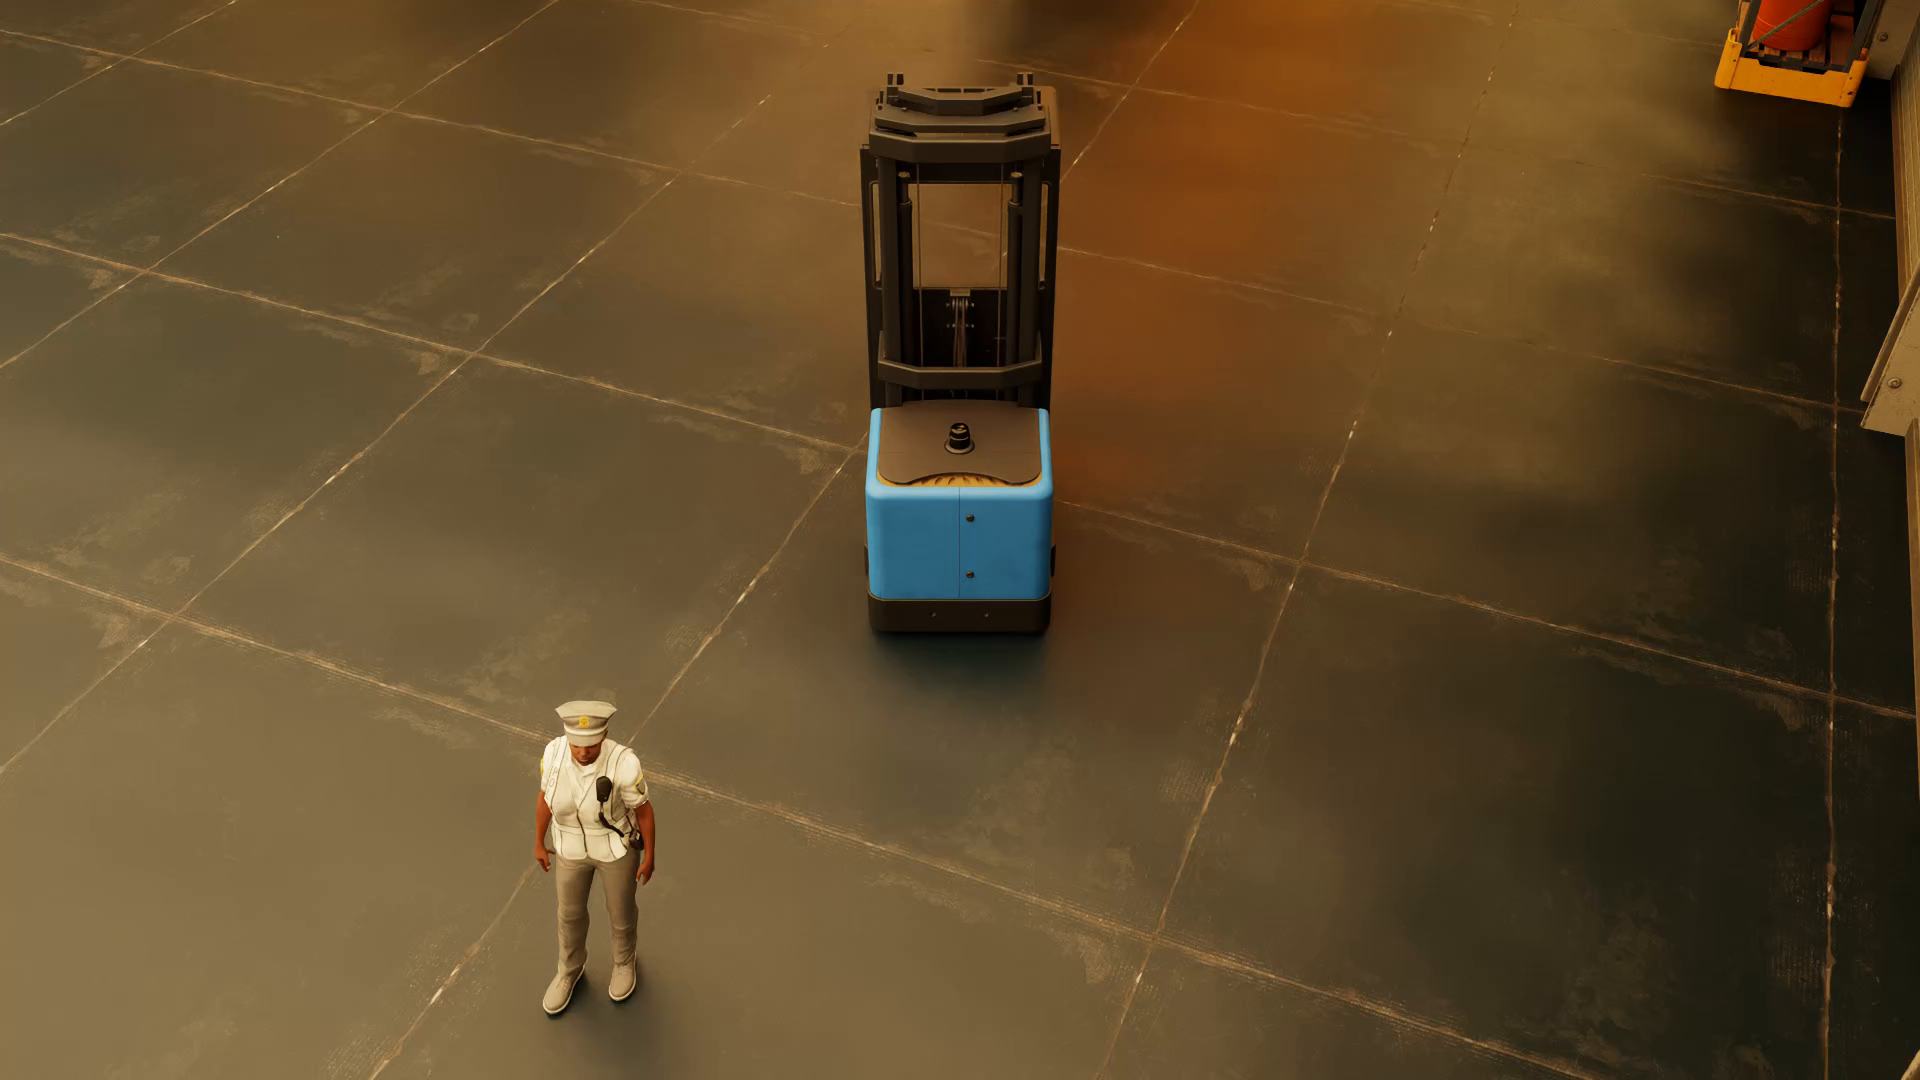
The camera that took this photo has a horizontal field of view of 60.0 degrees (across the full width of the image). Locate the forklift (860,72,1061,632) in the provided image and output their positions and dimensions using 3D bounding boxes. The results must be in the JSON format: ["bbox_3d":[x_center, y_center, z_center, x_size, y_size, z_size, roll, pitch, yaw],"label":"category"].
[{"bbox_3d":[0.002,-1.515,9.816,1.130,2.935,3.031,0,40,0],"label":"forklift"}]

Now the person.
[{"bbox_3d":[-1.623,1.392,7.294,0.570,1.697,0.529,5,40,5],"label":"person"}]
